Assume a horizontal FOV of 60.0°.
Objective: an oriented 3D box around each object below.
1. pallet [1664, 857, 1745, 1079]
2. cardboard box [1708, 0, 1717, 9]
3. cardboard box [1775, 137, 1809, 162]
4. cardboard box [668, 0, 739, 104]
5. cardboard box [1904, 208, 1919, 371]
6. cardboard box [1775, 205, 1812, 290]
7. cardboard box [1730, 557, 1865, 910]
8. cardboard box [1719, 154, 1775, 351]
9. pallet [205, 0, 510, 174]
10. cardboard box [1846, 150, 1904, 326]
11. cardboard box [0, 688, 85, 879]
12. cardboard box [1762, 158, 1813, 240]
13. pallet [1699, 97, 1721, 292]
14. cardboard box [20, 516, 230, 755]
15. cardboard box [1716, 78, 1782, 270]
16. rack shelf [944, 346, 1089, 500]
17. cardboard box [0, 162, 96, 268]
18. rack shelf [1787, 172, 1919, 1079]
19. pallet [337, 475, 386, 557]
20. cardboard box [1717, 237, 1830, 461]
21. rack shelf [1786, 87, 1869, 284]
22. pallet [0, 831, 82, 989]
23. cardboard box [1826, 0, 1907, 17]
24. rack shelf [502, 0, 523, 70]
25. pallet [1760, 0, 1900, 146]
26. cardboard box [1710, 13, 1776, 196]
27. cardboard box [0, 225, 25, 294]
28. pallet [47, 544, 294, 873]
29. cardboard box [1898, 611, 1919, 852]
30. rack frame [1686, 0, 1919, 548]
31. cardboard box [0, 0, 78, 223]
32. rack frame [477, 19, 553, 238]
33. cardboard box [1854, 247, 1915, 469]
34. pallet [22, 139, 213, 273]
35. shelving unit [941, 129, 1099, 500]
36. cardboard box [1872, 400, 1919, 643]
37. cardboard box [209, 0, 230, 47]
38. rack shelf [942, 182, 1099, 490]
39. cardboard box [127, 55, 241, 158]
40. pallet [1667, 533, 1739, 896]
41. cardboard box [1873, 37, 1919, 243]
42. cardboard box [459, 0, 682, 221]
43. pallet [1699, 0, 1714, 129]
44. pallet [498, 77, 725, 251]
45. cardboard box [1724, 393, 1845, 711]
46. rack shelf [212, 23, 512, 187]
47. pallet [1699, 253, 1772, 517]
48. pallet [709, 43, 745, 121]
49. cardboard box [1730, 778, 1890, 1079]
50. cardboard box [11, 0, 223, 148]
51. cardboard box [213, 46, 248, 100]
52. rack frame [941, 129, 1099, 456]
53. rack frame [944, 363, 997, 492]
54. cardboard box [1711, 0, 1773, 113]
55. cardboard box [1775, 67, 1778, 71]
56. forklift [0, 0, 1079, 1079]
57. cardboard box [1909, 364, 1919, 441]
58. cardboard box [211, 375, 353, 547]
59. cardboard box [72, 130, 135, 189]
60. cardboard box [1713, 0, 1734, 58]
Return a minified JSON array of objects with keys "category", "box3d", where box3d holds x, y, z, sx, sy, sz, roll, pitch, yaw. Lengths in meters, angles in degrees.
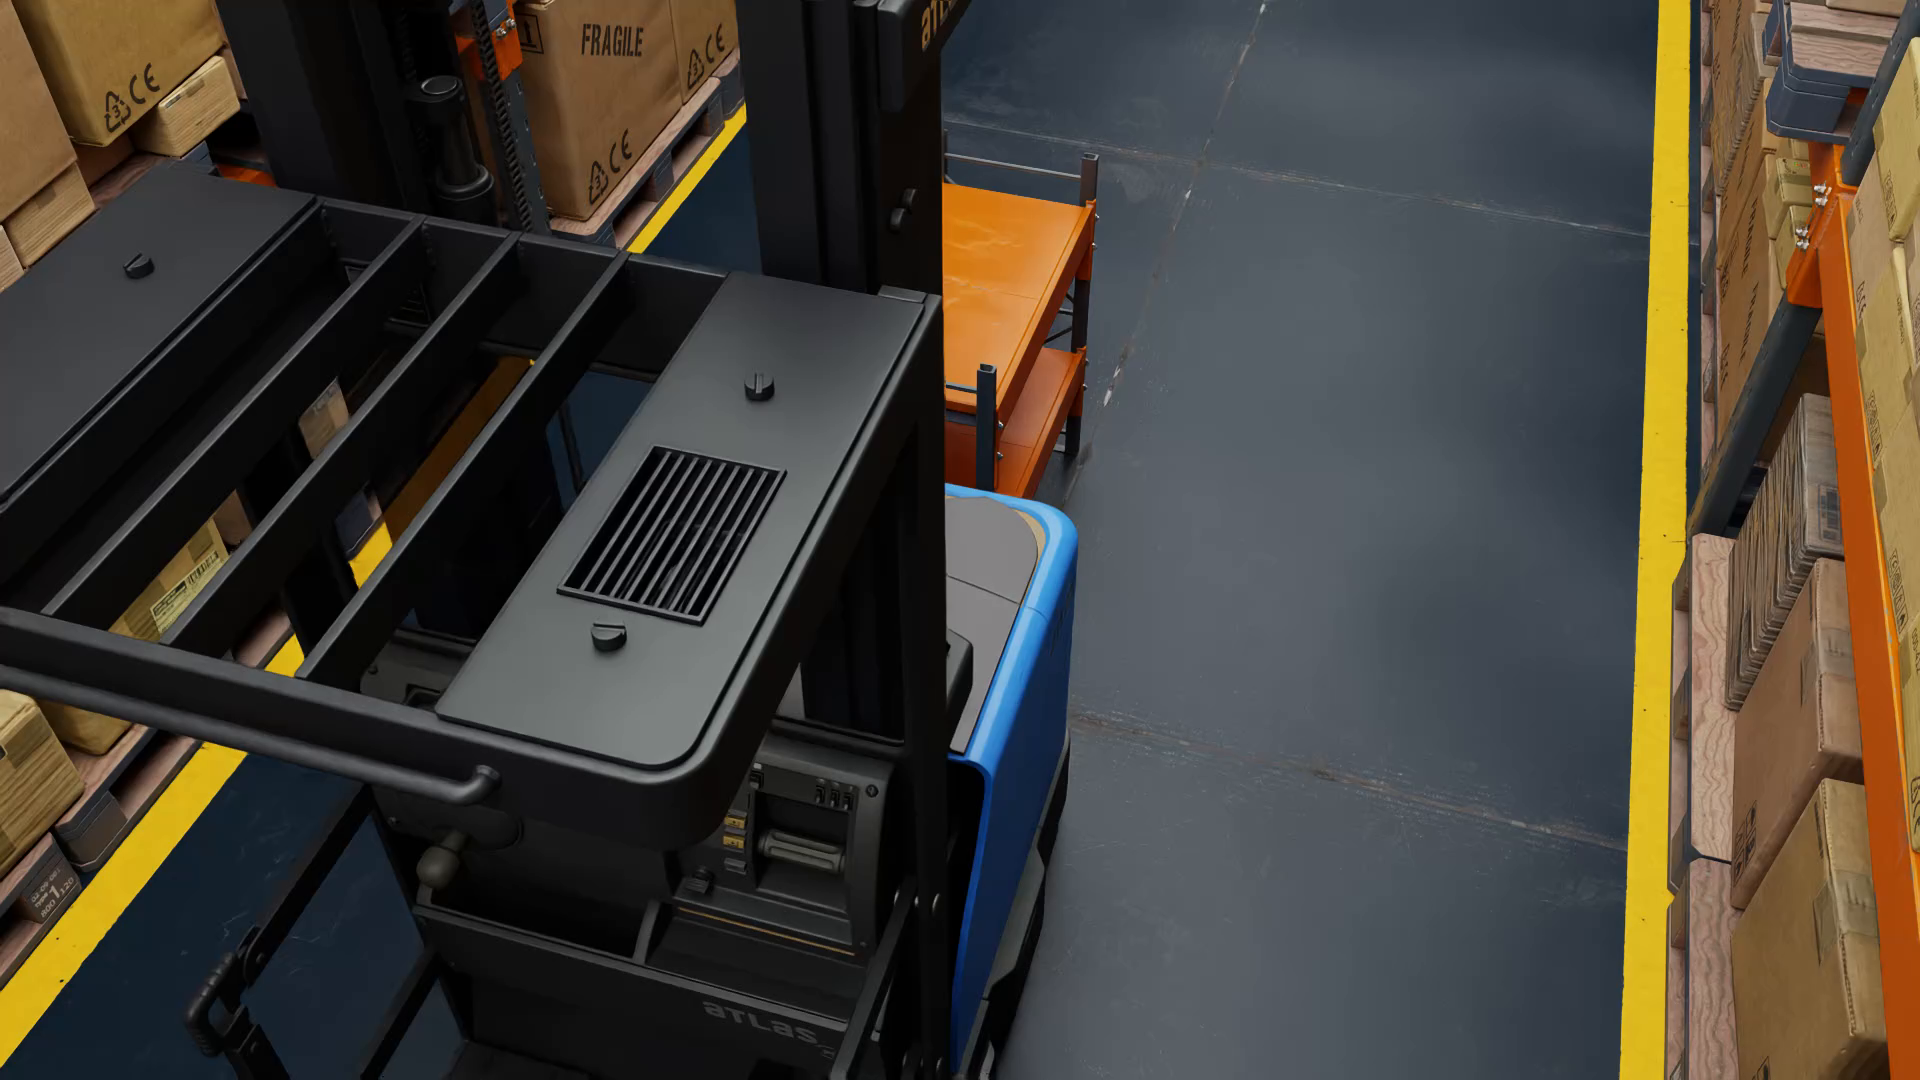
[{"category":"pallet","box3d":[2.118,1.365,3.704,1.003,0.211,1.213,13,46,13]},{"category":"cardboard box","box3d":[3.627,-2.631,7.281,0.500,0.500,0.500,14,46,14]},{"category":"cardboard box","box3d":[2.859,-1.209,5.364,0.380,0.149,0.250,11,45,11]},{"category":"cardboard box","box3d":[-1.393,-2.459,6.837,0.875,0.875,0.875,13,46,13]},{"category":"cardboard box","box3d":[2.256,-0.531,3.397,0.500,0.250,0.500,14,46,14]},{"category":"cardboard box","box3d":[2.684,-0.854,5.002,0.380,0.149,0.250,10,45,11]},{"category":"cardboard box","box3d":[2.384,0.566,3.925,0.875,0.625,0.625,14,46,14]},{"category":"cardboard box","box3d":[2.861,-0.898,5.510,0.500,0.500,0.500,12,46,12]},{"category":"pallet","box3d":[-2.070,-1.466,4.740,1.213,0.211,1.003,13,46,13]},{"category":"cardboard box","box3d":[2.409,-0.685,3.913,0.500,0.250,0.500,13,46,13]},{"category":"cardboard box","box3d":[-2.796,0.593,4.077,0.950,0.372,0.625,15,46,15]},{"category":"cardboard box","box3d":[2.738,-1.043,5.194,0.380,0.149,0.250,10,45,10]},{"category":"pallet","box3d":[3.410,-1.286,6.414,1.003,0.211,1.213,13,46,13]},{"category":"cardboard box","box3d":[-2.587,0.130,4.551,0.950,0.372,0.625,14,46,14]},{"category":"cardboard box","box3d":[3.017,-1.248,5.867,0.500,0.500,0.500,14,46,14]},{"category":"rack shelf","box3d":[0.002,-0.232,5.032,0.538,0.278,1.000,13,46,13]},{"category":"cardboard box","box3d":[-2.224,-0.774,3.776,0.380,0.149,0.250,11,45,11]},{"category":"rack shelf","box3d":[2.171,0.607,2.999,1.077,0.370,4.000,13,46,13]},{"category":"pallet","box3d":[-2.194,-0.515,5.625,1.003,0.211,1.213,13,46,13]},{"category":"cardboard box","box3d":[2.699,-0.567,5.172,0.500,0.500,0.500,14,46,14]},{"category":"rack shelf","box3d":[3.382,-2.059,5.724,1.077,0.370,4.000,13,46,13]},{"category":"pallet","box3d":[-2.933,1.112,3.963,1.003,0.211,1.213,13,46,13]},{"category":"cardboard box","box3d":[2.609,-1.562,4.581,0.380,0.149,0.250,13,46,13]},{"category":"rack shelf","box3d":[-1.350,-3.108,6.796,1.077,0.370,4.000,13,46,13]},{"category":"pallet","box3d":[2.915,-1.381,4.654,1.213,0.211,1.003,13,46,13]},{"category":"cardboard box","box3d":[3.156,-1.598,6.225,0.500,0.500,0.500,11,45,11]},{"category":"cardboard box","box3d":[-2.277,-0.590,3.588,0.380,0.149,0.250,14,46,14]},{"category":"pallet","box3d":[-2.565,0.296,4.797,1.003,0.211,1.213,13,46,13]},{"category":"cardboard box","box3d":[1.944,0.339,2.866,0.500,0.250,0.500,14,46,14]},{"category":"rack frame","box3d":[2.776,-0.983,4.110,1.000,3.000,0.127,13,46,13]},{"category":"cardboard box","box3d":[-2.292,-0.915,3.456,0.500,0.500,0.500,11,45,11]},{"category":"rack frame","box3d":[-1.956,-2.032,5.182,1.000,3.000,0.127,13,46,13]},{"category":"cardboard box","box3d":[2.252,-0.351,3.571,0.500,0.250,0.500,12,46,12]},{"category":"pallet","box3d":[-2.516,-0.635,3.891,1.003,0.211,1.213,13,46,13]},{"category":"shelving unit","box3d":[0.002,-0.407,4.861,0.538,1.125,1.048,13,46,13]},{"category":"cardboard box","box3d":[2.103,-0.006,3.219,0.500,0.250,0.500,11,45,11]},{"category":"cardboard box","box3d":[-1.974,-1.615,4.171,0.500,0.500,0.500,12,46,12]},{"category":"rack shelf","box3d":[0.002,-0.616,4.656,0.538,0.278,1.000,13,46,13]},{"category":"cardboard box","box3d":[-2.030,-1.100,4.109,0.380,0.149,0.250,13,46,13]},{"category":"pallet","box3d":[2.490,0.554,4.533,1.003,0.211,1.213,13,46,13]},{"category":"cardboard box","box3d":[2.385,-0.869,3.743,0.500,0.250,0.500,12,46,12]},{"category":"cardboard box","box3d":[-1.667,-1.865,6.230,0.875,0.875,0.875,12,46,12]},{"category":"pallet","box3d":[3.777,-2.102,7.248,1.003,0.211,1.213,13,46,13]},{"category":"pallet","box3d":[-1.645,-1.545,6.678,1.003,0.211,1.213,13,46,13]},{"category":"cardboard box","box3d":[2.574,0.129,4.372,0.875,0.625,0.625,14,46,14]},{"category":"rack shelf","box3d":[-2.561,-0.442,4.071,1.077,0.370,4.000,13,46,13]},{"category":"pallet","box3d":[3.038,-0.476,5.585,1.003,0.211,1.213,13,46,13]},{"category":"pallet","box3d":[-1.274,-2.355,7.506,1.003,0.211,1.213,13,46,13]},{"category":"cardboard box","box3d":[2.180,1.015,3.466,0.875,0.625,0.625,11,45,11]},{"category":"cardboard box","box3d":[-2.126,-1.278,3.827,0.500,0.500,0.500,10,45,10]},{"category":"cardboard box","box3d":[-1.960,-1.286,4.299,0.380,0.149,0.250,11,45,11]},{"category":"rack frame","box3d":[0.156,-0.745,5.207,0.500,1.125,0.032,13,46,13]},{"category":"rack frame","box3d":[-0.152,-0.068,4.515,0.500,1.125,0.032,13,46,13]},{"category":"cardboard box","box3d":[3.319,-1.942,6.577,0.500,0.500,0.500,11,45,11]},{"category":"cardboard box","box3d":[3.113,-1.732,5.899,0.380,0.149,0.250,11,45,11]},{"category":"forklift","box3d":[-0.626,0.538,2.604,1.130,2.935,3.031,12,46,12]},{"category":"cardboard box","box3d":[2.081,-0.185,3.045,0.500,0.250,0.500,11,46,11]},{"category":"cardboard box","box3d":[-2.352,-0.375,5.067,0.950,0.372,0.625,12,46,12]},{"category":"cardboard box","box3d":[-2.226,-0.959,3.965,0.380,0.149,0.250,13,46,13]},{"category":"cardboard box","box3d":[3.475,-2.274,6.916,0.500,0.500,0.500,12,46,12]}]
